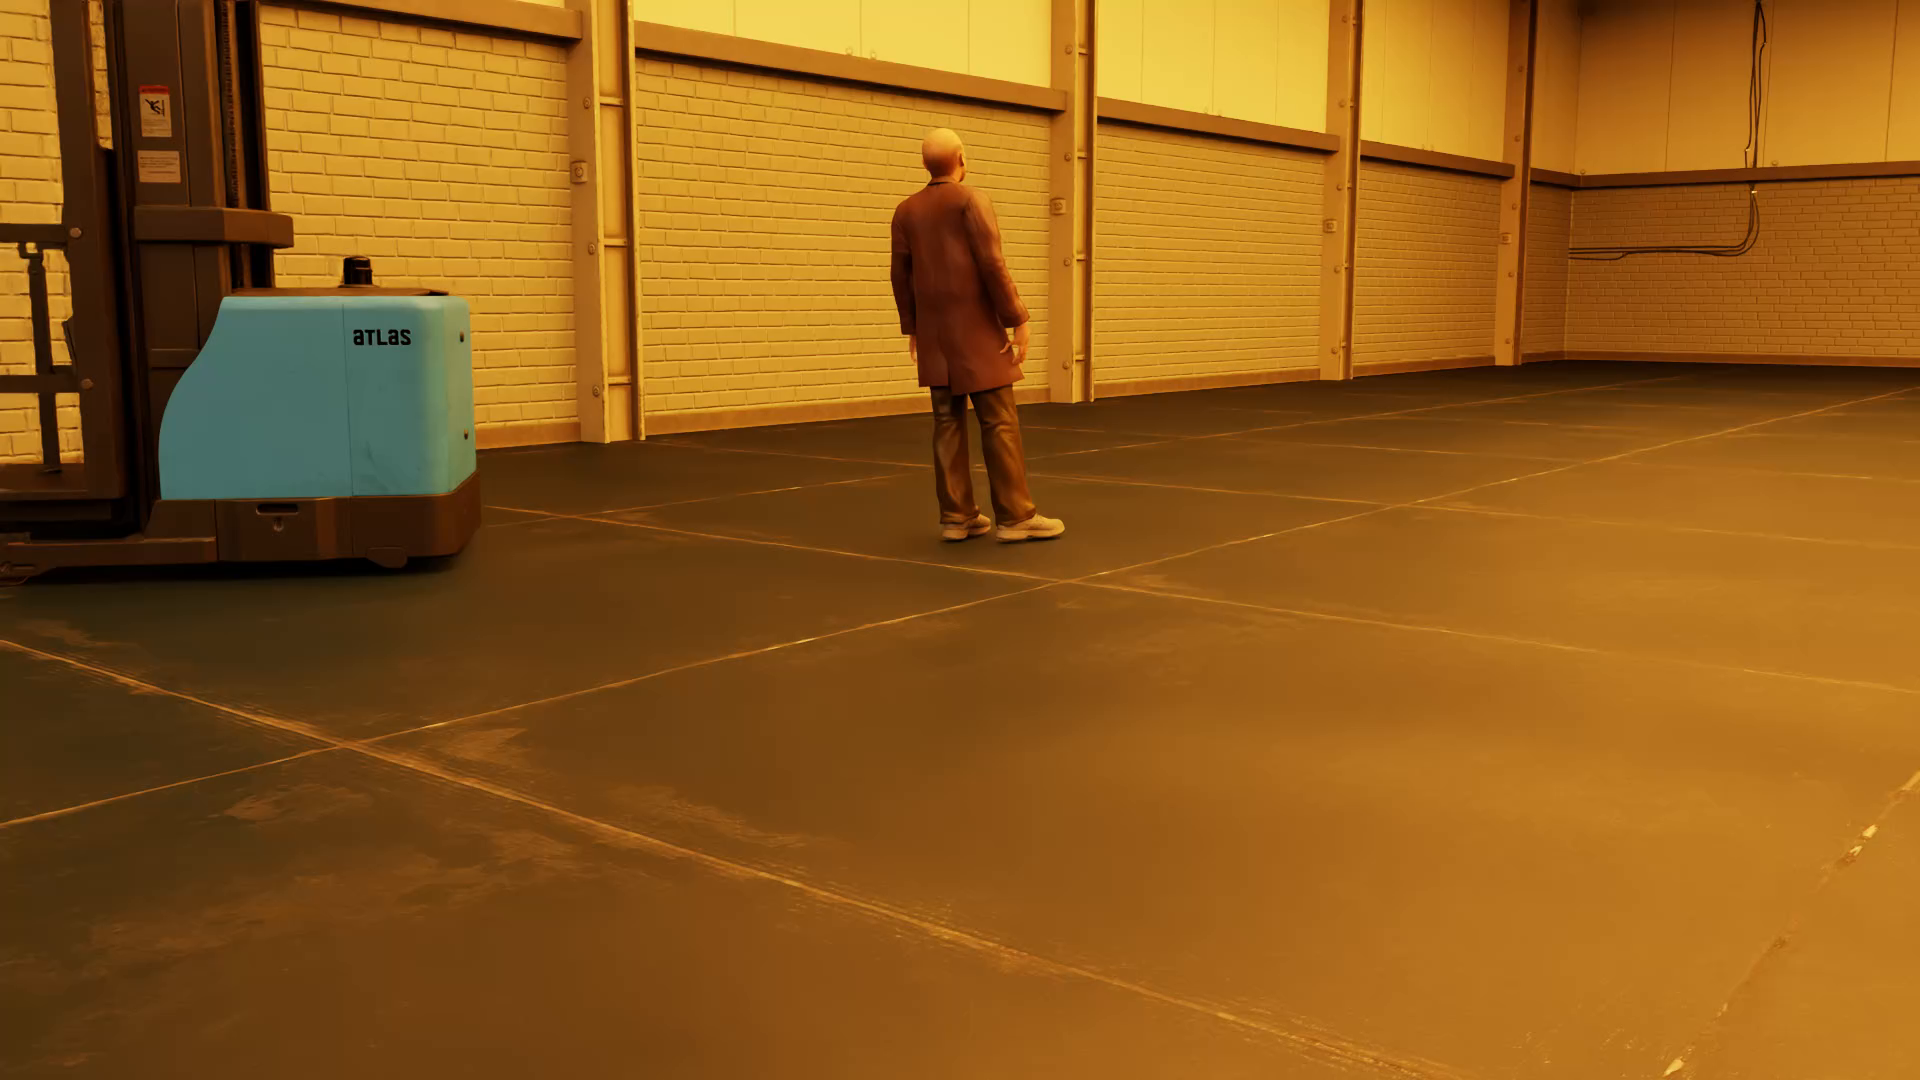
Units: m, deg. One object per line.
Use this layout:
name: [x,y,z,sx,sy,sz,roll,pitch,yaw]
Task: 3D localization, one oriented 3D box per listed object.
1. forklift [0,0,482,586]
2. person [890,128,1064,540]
forklift: [-3.553,-1.355,6.542,3.031,2.935,1.130,-1,8,-10]
person: [0.061,-0.897,7.344,0.698,1.778,0.579,7,11,38]
